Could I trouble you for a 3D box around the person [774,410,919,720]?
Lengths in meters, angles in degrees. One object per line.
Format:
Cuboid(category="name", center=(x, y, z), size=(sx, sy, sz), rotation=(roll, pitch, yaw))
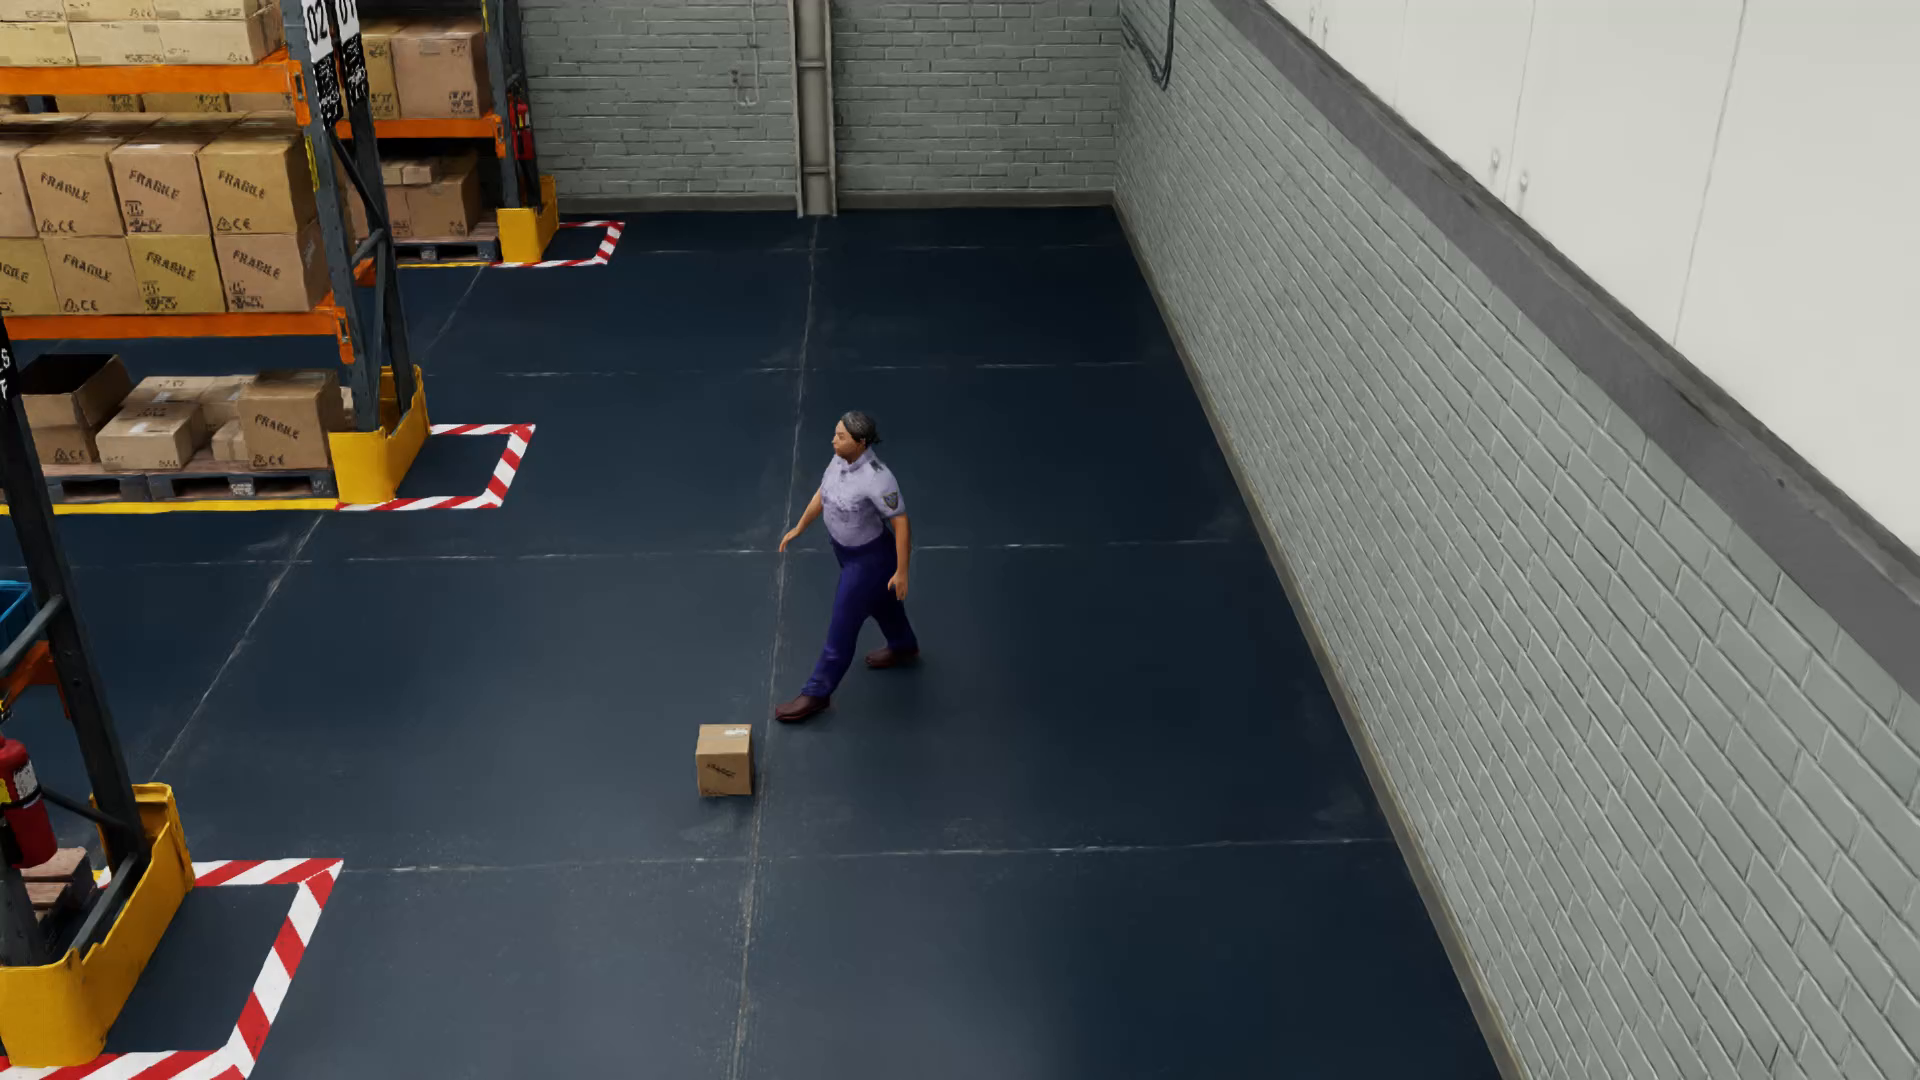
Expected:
Cuboid(category="person", center=(-0.565, 0.091, 8.454), size=(0.940, 1.603, 0.629), rotation=(-15, 31, -26))
